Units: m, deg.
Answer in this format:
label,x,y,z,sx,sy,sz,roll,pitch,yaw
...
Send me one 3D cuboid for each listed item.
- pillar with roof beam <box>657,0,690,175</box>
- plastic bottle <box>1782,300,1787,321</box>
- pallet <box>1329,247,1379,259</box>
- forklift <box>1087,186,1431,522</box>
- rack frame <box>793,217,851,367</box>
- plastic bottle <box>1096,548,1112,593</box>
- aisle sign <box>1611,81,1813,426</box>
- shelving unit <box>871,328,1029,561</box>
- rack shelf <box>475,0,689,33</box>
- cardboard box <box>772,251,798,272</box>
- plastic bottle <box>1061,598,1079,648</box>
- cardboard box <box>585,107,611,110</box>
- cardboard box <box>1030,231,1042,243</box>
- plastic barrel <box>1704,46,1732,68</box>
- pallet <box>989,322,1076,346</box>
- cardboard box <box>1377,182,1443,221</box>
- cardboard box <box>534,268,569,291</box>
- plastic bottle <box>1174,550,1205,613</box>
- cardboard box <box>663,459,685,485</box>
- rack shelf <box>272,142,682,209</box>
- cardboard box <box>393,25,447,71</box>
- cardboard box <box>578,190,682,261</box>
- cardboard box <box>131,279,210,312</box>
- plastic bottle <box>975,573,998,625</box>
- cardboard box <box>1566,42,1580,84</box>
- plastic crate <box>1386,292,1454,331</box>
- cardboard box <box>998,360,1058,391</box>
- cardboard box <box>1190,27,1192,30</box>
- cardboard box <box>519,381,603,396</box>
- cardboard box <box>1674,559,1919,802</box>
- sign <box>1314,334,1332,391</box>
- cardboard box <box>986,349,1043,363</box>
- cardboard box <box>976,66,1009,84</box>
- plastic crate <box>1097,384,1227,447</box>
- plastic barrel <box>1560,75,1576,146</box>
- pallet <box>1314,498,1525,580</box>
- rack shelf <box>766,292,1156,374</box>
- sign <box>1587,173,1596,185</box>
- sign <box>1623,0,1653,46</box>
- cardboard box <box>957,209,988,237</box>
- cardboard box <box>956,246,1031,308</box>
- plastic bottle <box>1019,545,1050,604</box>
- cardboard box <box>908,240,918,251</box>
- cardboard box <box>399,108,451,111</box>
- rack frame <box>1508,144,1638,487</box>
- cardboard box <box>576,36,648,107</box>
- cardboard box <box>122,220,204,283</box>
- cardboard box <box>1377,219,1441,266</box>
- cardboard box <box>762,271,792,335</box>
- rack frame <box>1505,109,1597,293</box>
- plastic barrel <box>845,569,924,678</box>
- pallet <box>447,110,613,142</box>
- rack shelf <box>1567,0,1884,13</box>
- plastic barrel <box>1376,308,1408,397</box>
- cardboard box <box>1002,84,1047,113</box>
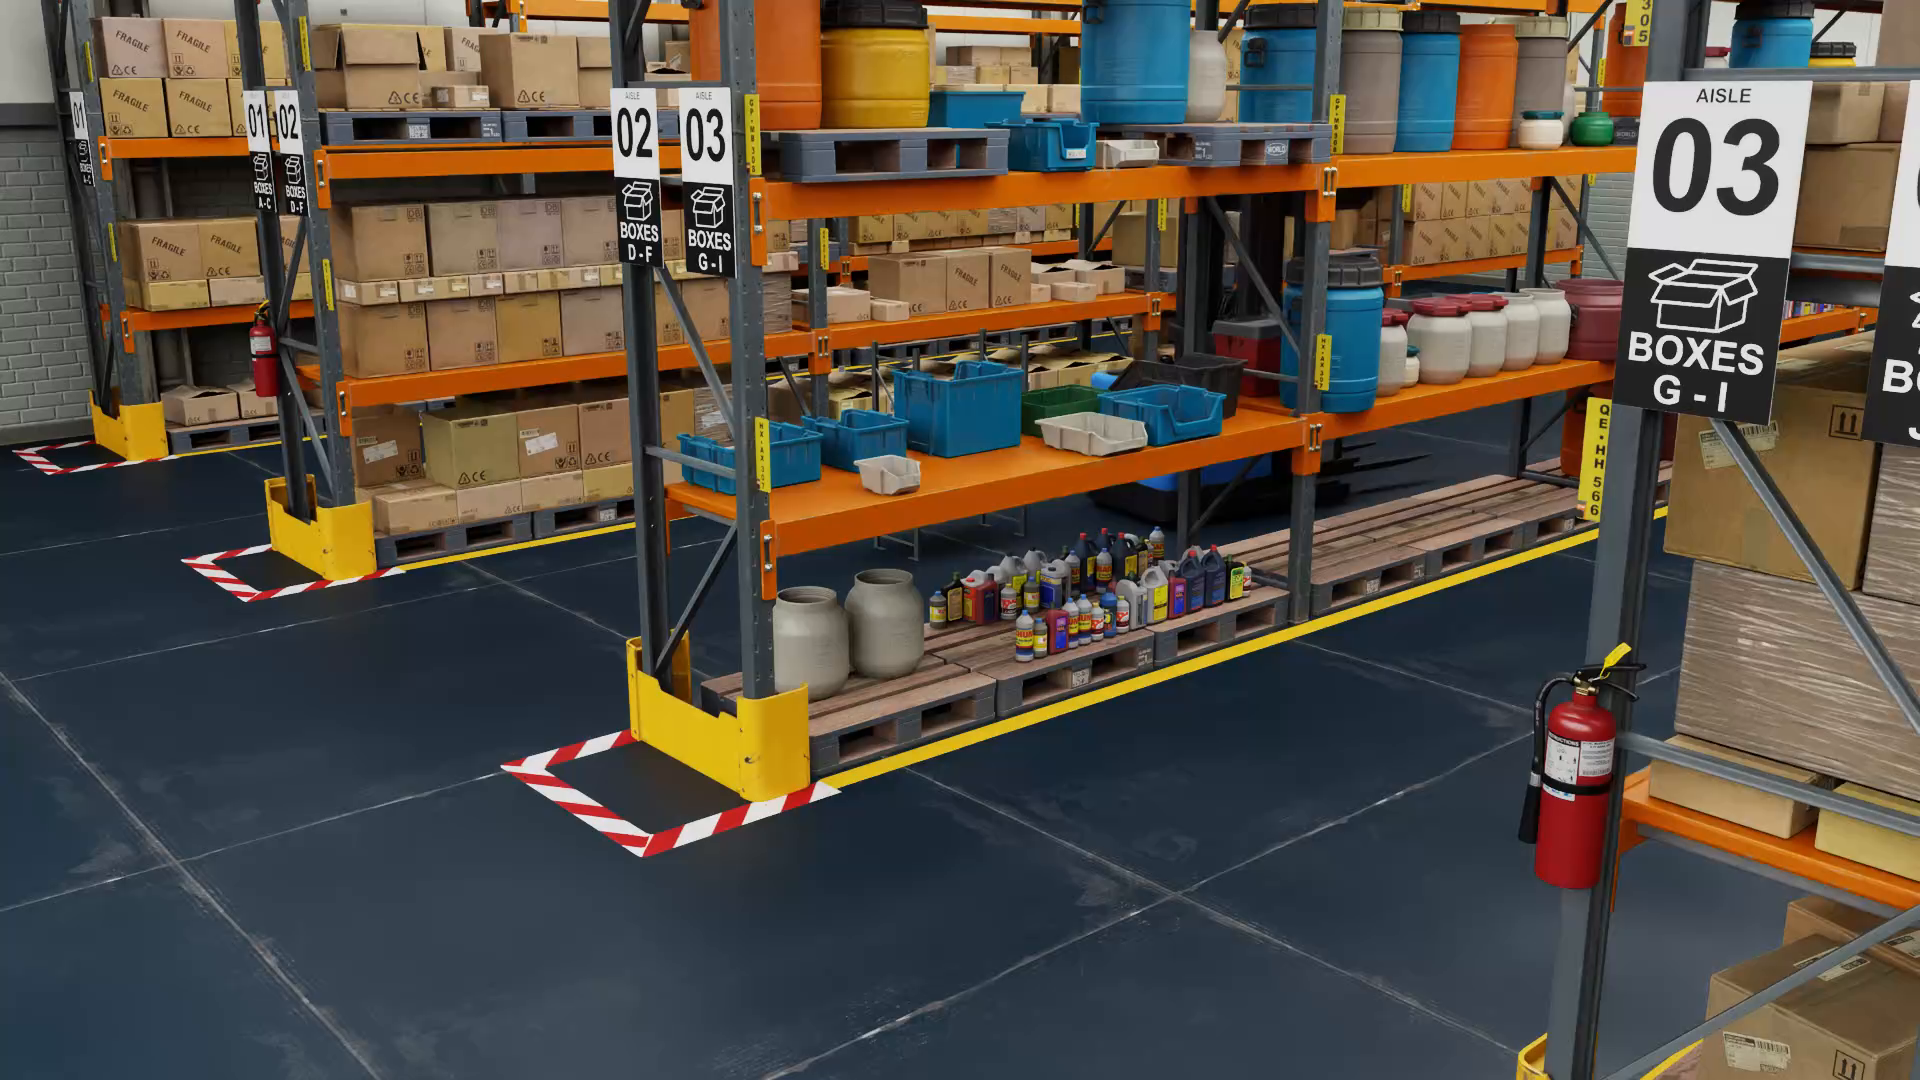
label,x,y,z,sx,sy,sz,roll,pitch,yaw
pillar with roof beam,-0.415,-5.641,15.931,0.400,9.000,9.100,-13,19,-39
plastic bottle,6.986,-2.022,14.246,0.135,0.276,0.152,-13,19,-39
pallet,3.906,-3.139,18.563,1.213,0.211,1.003,-13,19,-39
forklift,2.533,-1.792,13.279,3.031,2.935,1.130,-9,17,-31
rack frame,-1.692,-3.632,20.036,0.127,3.000,1.000,-13,19,-39
plastic bottle,0.882,0.183,10.185,0.097,0.271,0.097,0,15,0
aisle sign,1.784,-0.688,3.976,0.004,0.787,0.394,-13,19,-39
shelving unit,-0.064,-0.710,12.002,1.048,1.500,0.538,-13,19,-39
rack shelf,-3.201,-5.651,18.138,4.000,0.370,1.077,-13,19,-39
cardboard box,-1.519,-2.265,13.466,0.250,0.149,0.380,-13,20,-39
plastic bottle,0.607,0.453,9.178,0.097,0.271,0.097,0,15,0
cardboard box,-3.780,-4.745,17.749,0.500,0.311,0.500,-12,19,-38
cardboard box,0.857,-4.004,21.874,0.250,0.149,0.380,-12,19,-38
plastic barrel,6.050,-3.751,13.591,0.433,0.535,0.433,0,15,0
pallet,0.793,-2.817,22.389,1.213,0.211,1.003,-13,19,-39
cardboard box,5.120,-3.903,18.917,0.500,0.500,0.500,-12,19,-38
cardboard box,-3.065,-1.918,12.168,0.250,0.149,0.380,-13,20,-40
plastic bottle,1.352,0.239,9.824,0.185,0.351,0.144,-14,20,-42
cardboard box,-2.412,-0.574,13.101,0.500,0.250,0.500,-13,19,-39
rack shelf,-2.964,-2.754,12.329,4.000,0.370,1.077,-13,19,-39
cardboard box,-5.318,-4.712,16.096,0.500,0.500,0.500,-11,19,-36
cardboard box,-2.544,-2.419,12.787,0.500,0.500,0.700,-13,20,-39
cardboard box,-7.150,-2.235,15.058,0.500,0.250,0.500,-13,20,-41
plastic bottle,0.152,0.338,9.583,0.133,0.283,0.061,-13,19,-39
cardboard box,7.221,-5.914,20.635,0.500,0.500,0.700,-13,19,-39
plastic crate,3.391,-1.521,12.006,0.583,0.464,0.402,-13,19,-39
cardboard box,0.559,-1.503,15.493,0.500,0.311,0.500,-13,20,-40
cardboard box,1.896,-4.722,16.172,0.500,0.500,0.500,-13,19,-39
cardboard box,-3.140,-0.956,13.077,0.500,0.500,0.500,-13,19,-39
cardboard box,2.461,0.336,4.410,0.500,0.500,0.875,-13,19,-39
sign,2.147,-1.051,9.835,0.005,0.325,0.100,-13,19,-39
cardboard box,0.584,-1.692,16.199,0.500,0.311,0.500,-13,20,-41
cardboard box,0.212,-5.786,21.238,0.500,0.500,0.700,-13,20,-40
plastic crate,1.137,-0.714,9.399,0.616,0.251,0.499,-13,19,-39
plastic barrel,4.376,-3.214,12.441,0.421,0.512,0.421,0,15,0
pallet,3.282,-0.027,11.943,1.213,0.211,1.003,-13,19,-39
rack shelf,0.054,-1.982,15.253,4.000,0.370,1.077,-13,19,-39
sign,7.947,-4.625,20.895,0.005,0.325,0.100,-13,19,-39
sign,1.678,-1.373,4.048,0.005,0.325,0.100,-13,19,-39
cardboard box,0.006,-4.127,21.079,0.500,0.500,0.500,-12,19,-38
cardboard box,0.308,-2.430,15.340,0.500,0.500,0.500,-14,20,-42
plastic bottle,0.449,0.201,9.965,0.185,0.351,0.144,-13,20,-40
cardboard box,-0.731,-3.668,20.616,0.250,0.149,0.380,-13,20,-40
cardboard box,-5.318,-4.245,16.285,0.500,0.500,0.500,14,20,42
rack frame,4.811,-1.704,12.816,0.127,3.000,1.000,-13,19,-39
cardboard box,-2.780,-3.506,12.467,0.637,0.503,0.797,-10,18,-33
cardboard box,-7.170,-2.599,14.967,0.500,0.500,0.500,-13,19,-39
cardboard box,5.143,-3.428,19.077,0.500,0.500,0.500,-12,19,-38
cardboard box,-1.786,-1.963,13.593,0.500,0.500,0.700,-13,20,-41
rack frame,7.598,-4.024,21.502,0.127,3.000,1.000,-13,19,-39
plastic barrel,-0.399,0.439,8.800,0.421,0.512,0.421,0,15,0
pallet,-3.001,-3.042,12.187,1.213,0.211,1.003,-13,19,-39
rack shelf,6.320,-4.400,13.455,4.000,0.370,1.077,-13,19,-39
plastic barrel,2.660,-1.211,10.709,0.433,0.535,0.433,0,15,0
cardboard box,0.435,-3.973,14.978,0.500,0.250,0.500,-13,20,-40
